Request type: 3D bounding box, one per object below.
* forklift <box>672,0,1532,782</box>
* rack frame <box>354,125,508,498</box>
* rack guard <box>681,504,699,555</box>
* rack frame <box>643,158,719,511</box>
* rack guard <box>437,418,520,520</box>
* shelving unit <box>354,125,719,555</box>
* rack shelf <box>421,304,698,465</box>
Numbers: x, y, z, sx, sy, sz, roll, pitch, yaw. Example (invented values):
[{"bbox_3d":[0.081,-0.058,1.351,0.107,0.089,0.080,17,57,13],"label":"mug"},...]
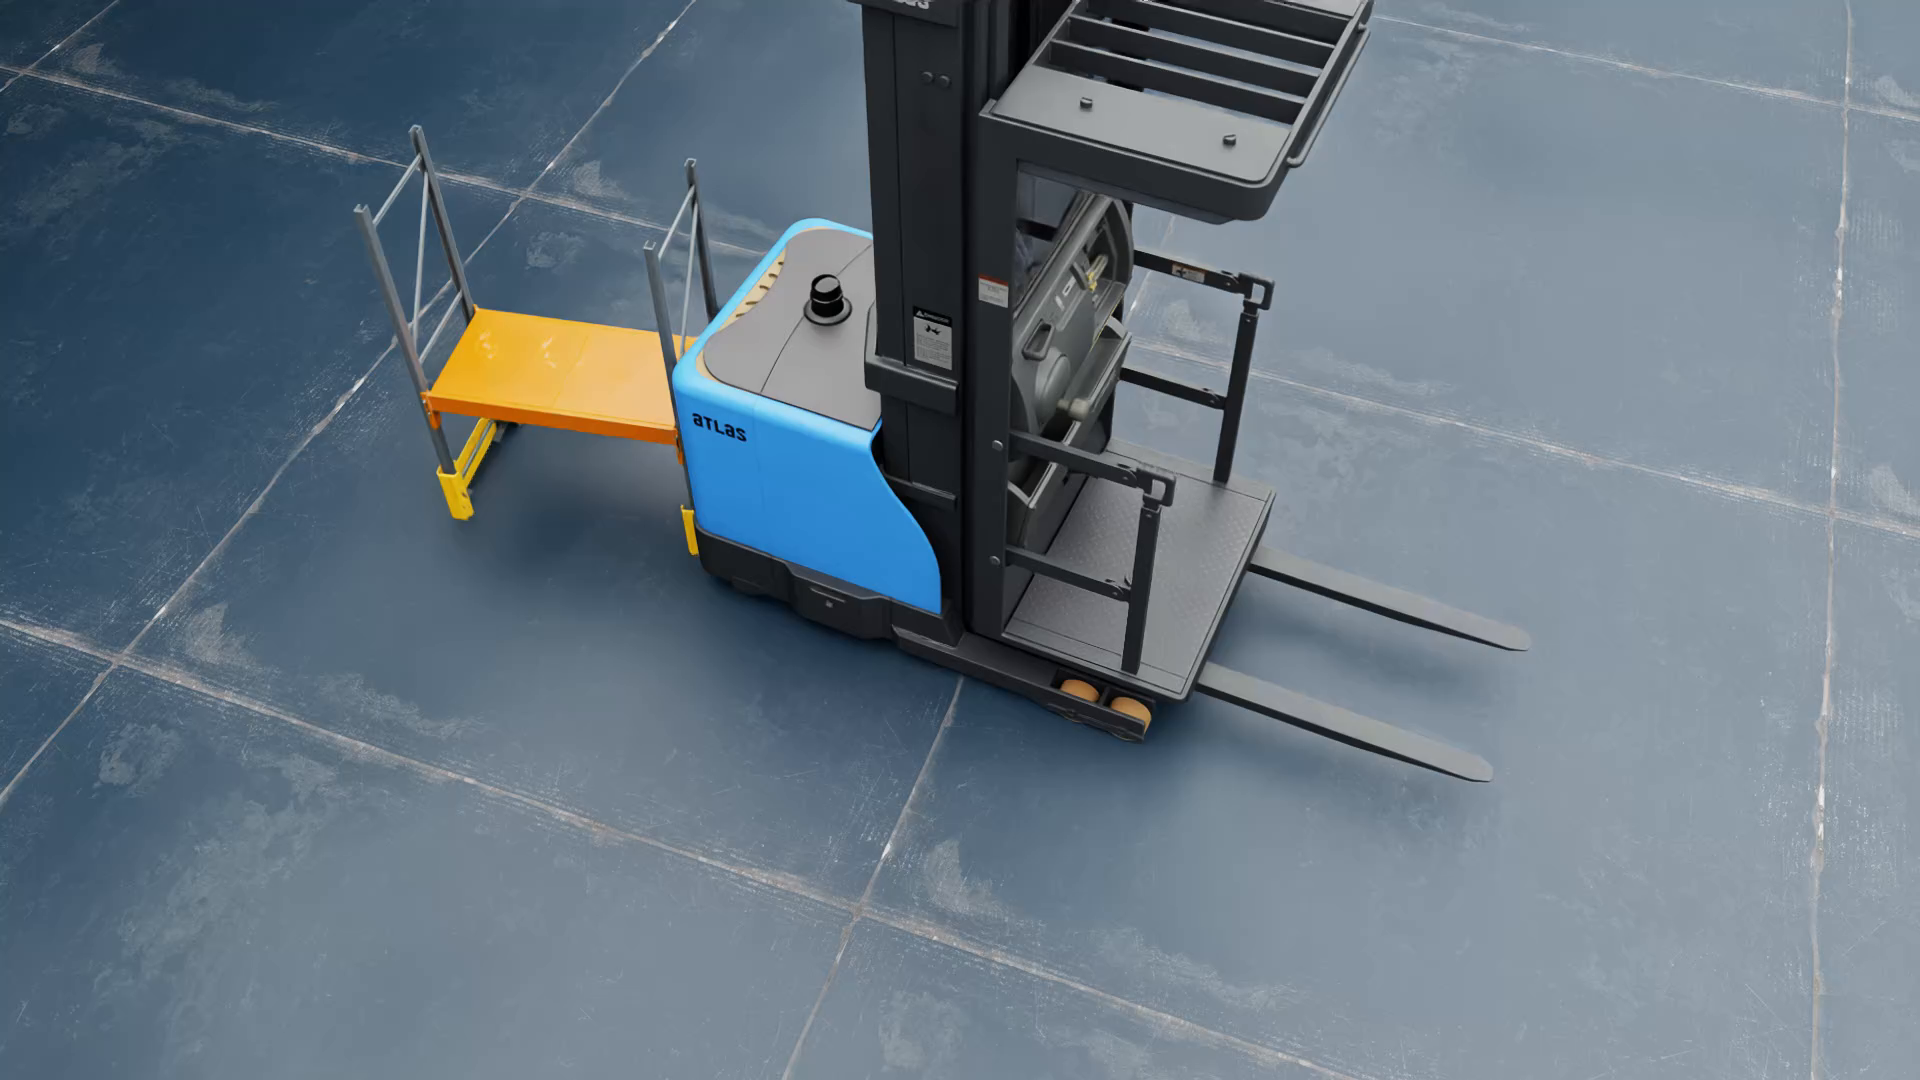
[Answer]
[{"bbox_3d":[0.551,-0.699,5.283,3.031,2.935,1.130,19,52,16],"label":"forklift"},{"bbox_3d":[-1.976,-0.797,6.315,0.032,1.500,0.500,8,50,7],"label":"rack frame"},{"bbox_3d":[-0.980,-0.240,6.659,0.087,0.250,0.587,8,50,7],"label":"rack guard"},{"bbox_3d":[-0.978,-0.649,6.187,0.032,1.500,0.500,8,50,7],"label":"rack frame"},{"bbox_3d":[-1.957,-0.385,6.785,0.087,0.250,0.587,8,50,7],"label":"rack guard"},{"bbox_3d":[-1.468,-0.722,6.250,1.083,1.500,0.587,8,50,7],"label":"shelving unit"},{"bbox_3d":[-1.477,-0.605,6.387,1.000,0.185,0.538,8,50,7],"label":"rack shelf"}]
